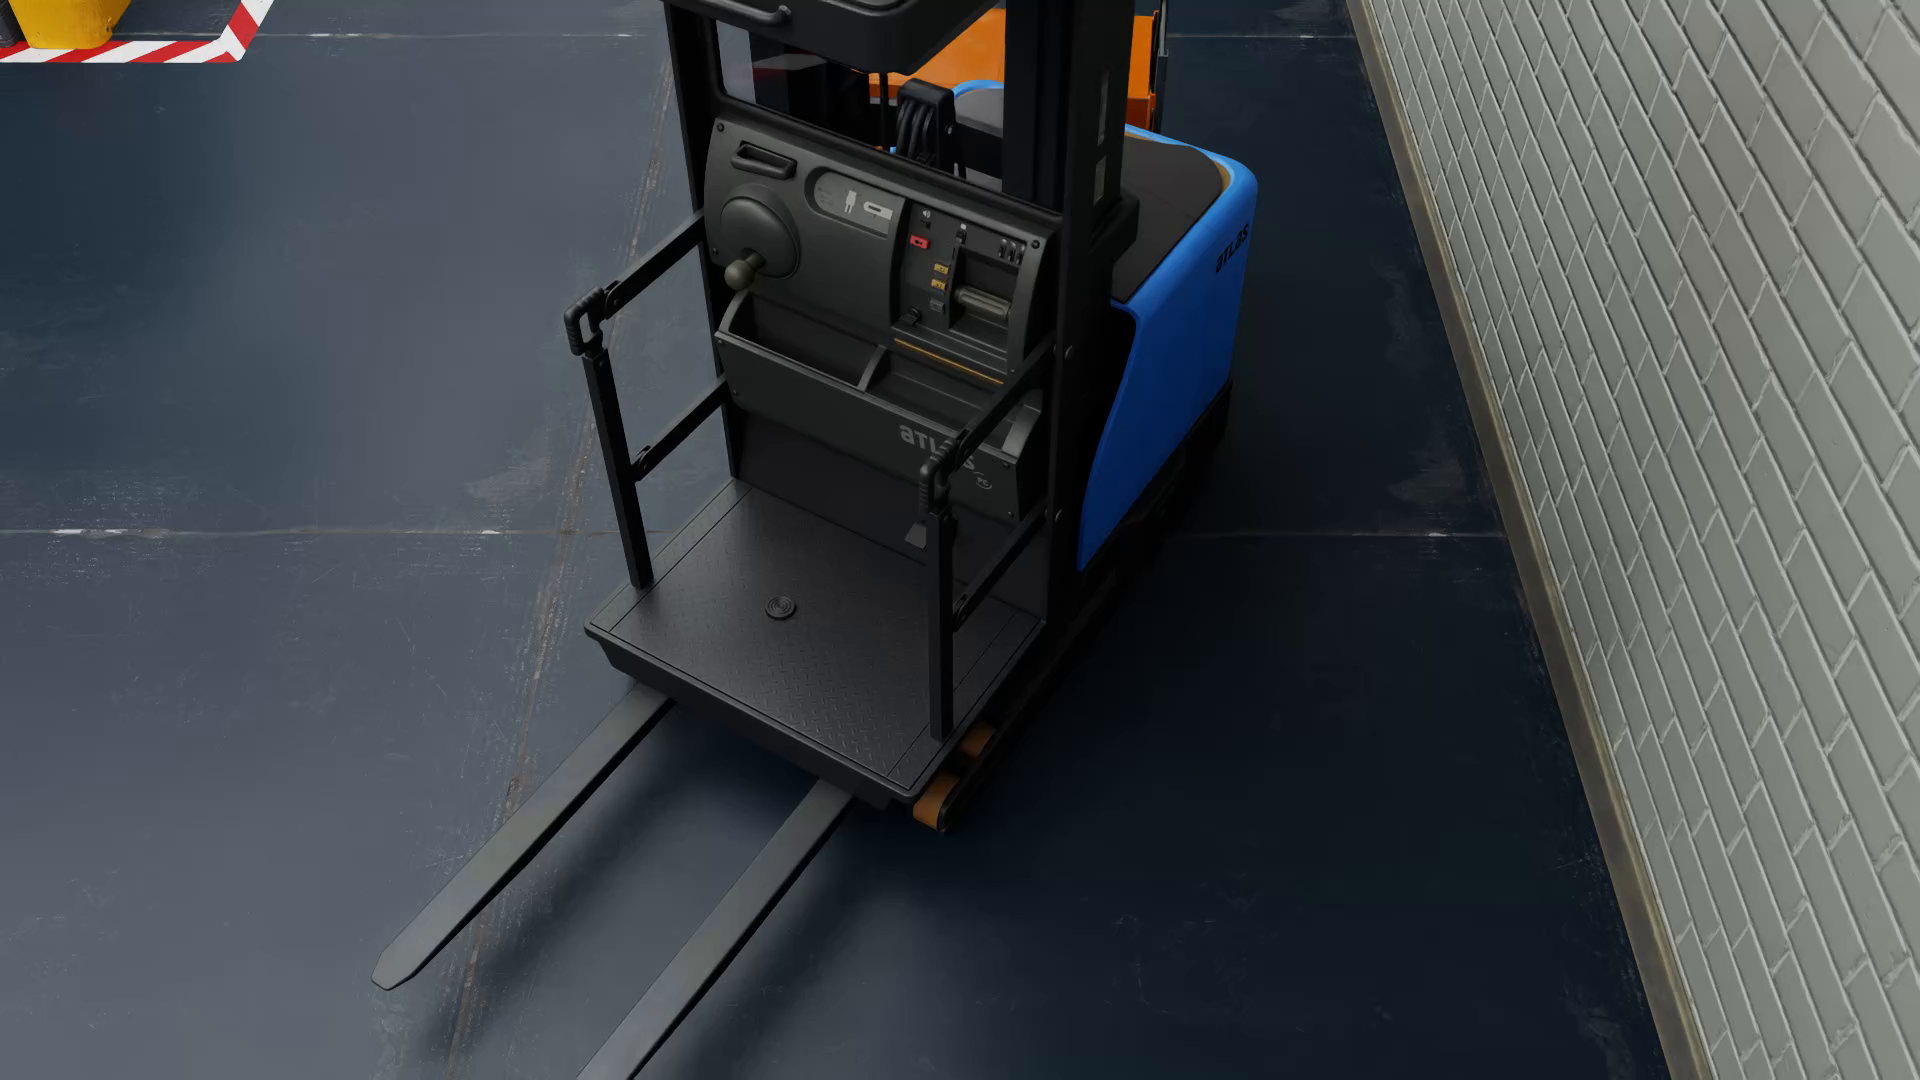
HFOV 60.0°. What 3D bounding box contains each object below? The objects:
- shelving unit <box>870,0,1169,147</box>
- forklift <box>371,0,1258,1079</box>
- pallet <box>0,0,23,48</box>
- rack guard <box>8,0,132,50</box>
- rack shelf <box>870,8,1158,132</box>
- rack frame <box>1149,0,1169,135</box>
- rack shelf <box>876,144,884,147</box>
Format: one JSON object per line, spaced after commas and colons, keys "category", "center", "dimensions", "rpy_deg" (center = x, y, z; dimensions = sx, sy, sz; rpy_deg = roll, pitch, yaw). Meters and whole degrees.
{"category": "shelving unit", "center": [0.143, -1.319, 5.709], "dimensions": [1.048, 1.125, 0.538], "rpy_deg": [5, 47, 4]}
{"category": "forklift", "center": [-0.328, -0.611, 3.817], "dimensions": [1.130, 2.935, 3.031], "rpy_deg": [24, 52, 21]}
{"category": "pallet", "center": [-4.726, -2.581, 7.508], "dimensions": [1.213, 0.211, 1.003], "rpy_deg": [0, 47, 0]}
{"category": "rack guard", "center": [-3.902, -2.735, 7.454], "dimensions": [0.348, 0.500, 1.175], "rpy_deg": [0, 47, 0]}
{"category": "rack shelf", "center": [0.143, -1.518, 5.494], "dimensions": [1.000, 0.278, 0.538], "rpy_deg": [5, 47, 4]}
{"category": "rack frame", "center": [0.648, -1.279, 5.672], "dimensions": [0.032, 1.125, 0.500], "rpy_deg": [5, 47, 4]}
{"category": "rack shelf", "center": [0.143, -1.152, 5.887], "dimensions": [1.000, 0.278, 0.538], "rpy_deg": [5, 47, 4]}
